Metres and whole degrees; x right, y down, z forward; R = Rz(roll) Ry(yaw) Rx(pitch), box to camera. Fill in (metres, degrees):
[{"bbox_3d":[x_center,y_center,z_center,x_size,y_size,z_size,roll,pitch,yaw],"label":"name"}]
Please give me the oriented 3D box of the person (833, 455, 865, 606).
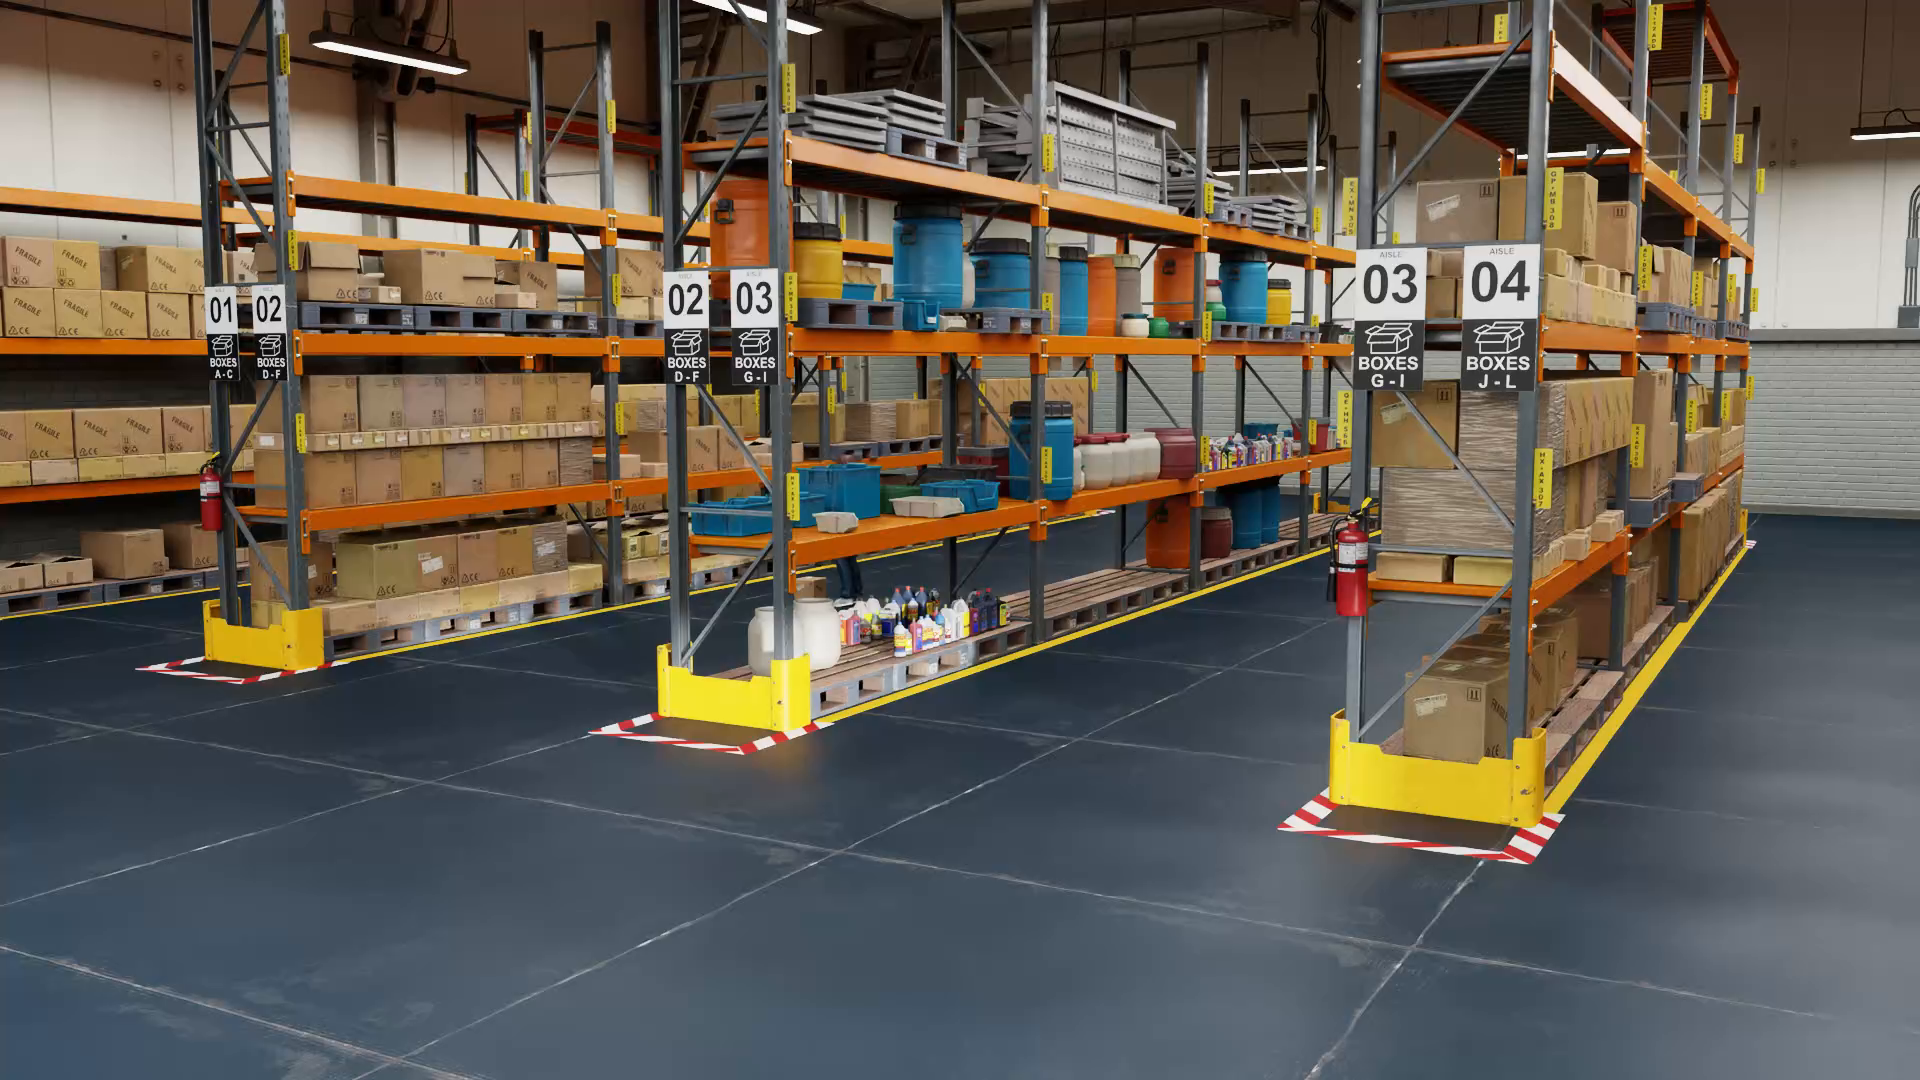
[{"bbox_3d":[-1.201,-0.101,17.543,0.306,1.599,0.406,4,7,30],"label":"person"}]
